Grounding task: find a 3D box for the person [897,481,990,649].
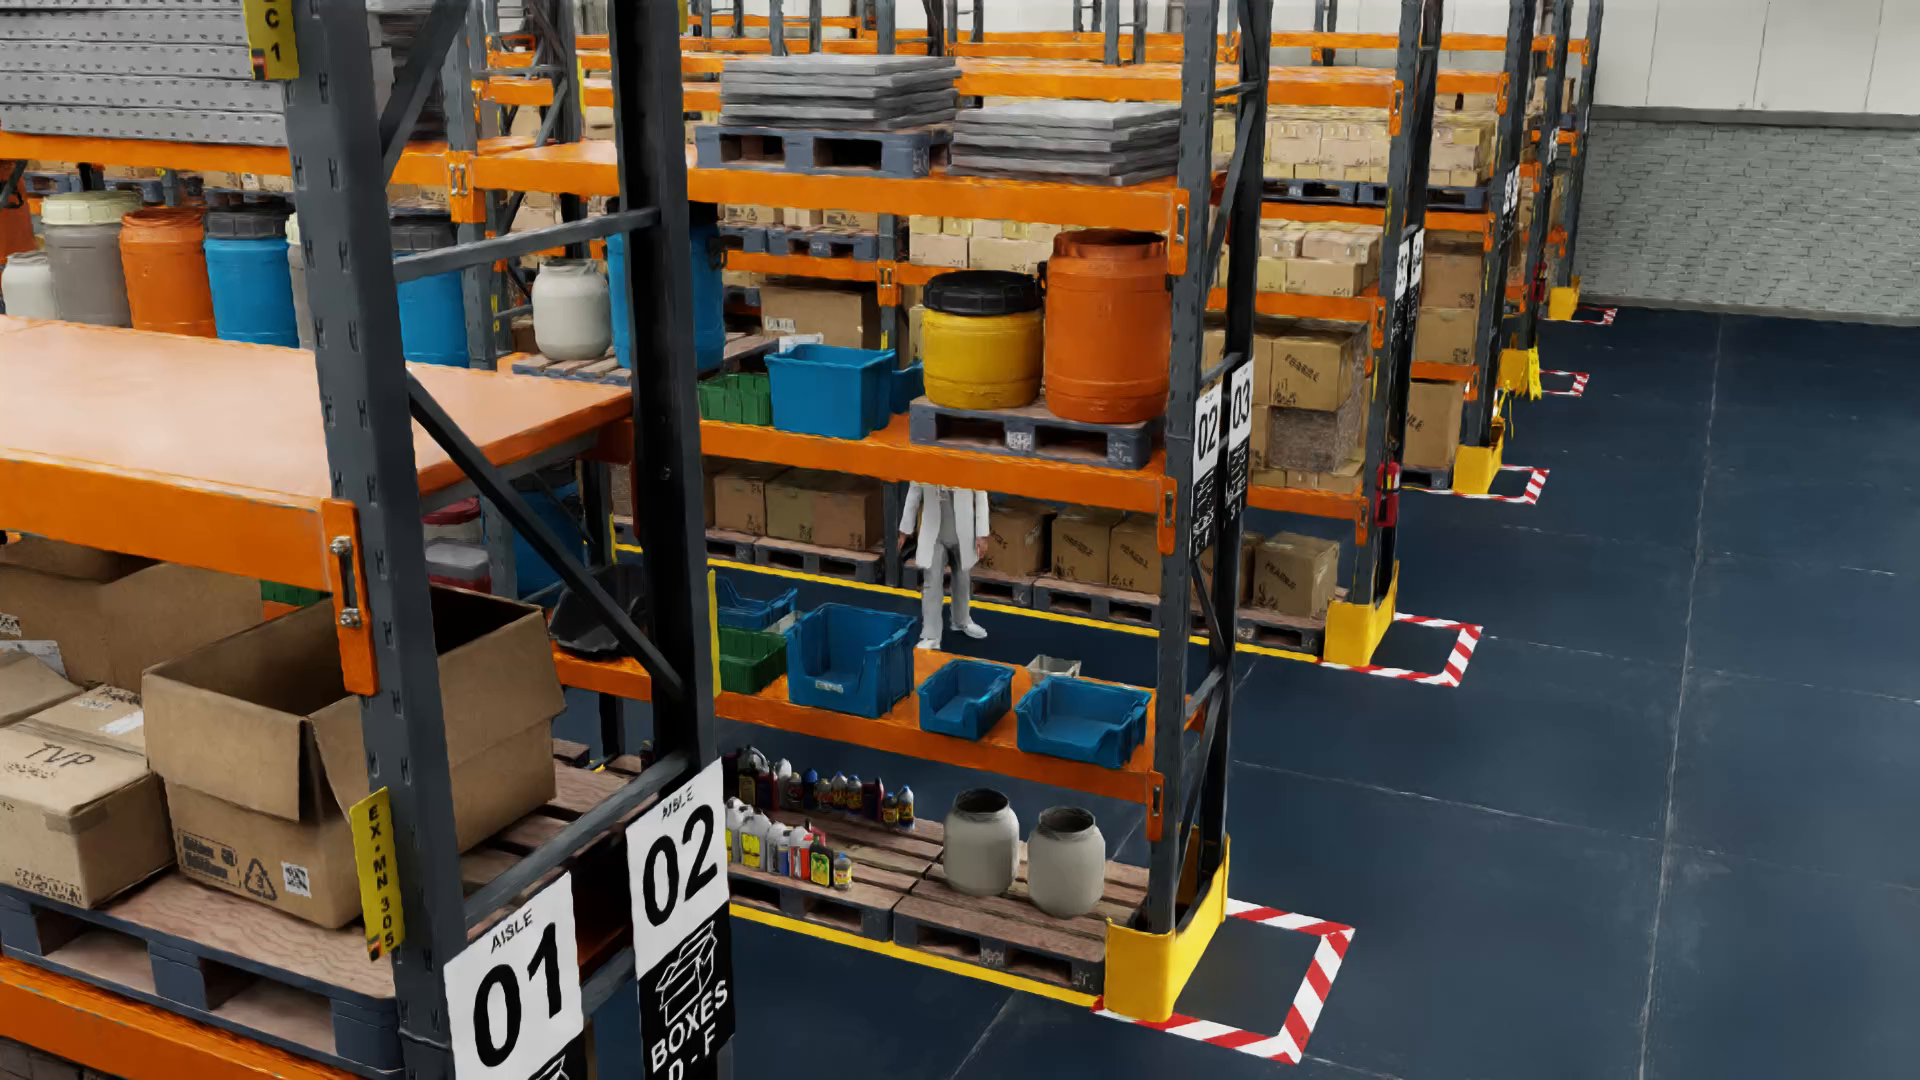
[{"bbox_3d":[-0.129,-0.018,12.811,0.716,1.773,0.688,0,19,0],"label":"person"}]
